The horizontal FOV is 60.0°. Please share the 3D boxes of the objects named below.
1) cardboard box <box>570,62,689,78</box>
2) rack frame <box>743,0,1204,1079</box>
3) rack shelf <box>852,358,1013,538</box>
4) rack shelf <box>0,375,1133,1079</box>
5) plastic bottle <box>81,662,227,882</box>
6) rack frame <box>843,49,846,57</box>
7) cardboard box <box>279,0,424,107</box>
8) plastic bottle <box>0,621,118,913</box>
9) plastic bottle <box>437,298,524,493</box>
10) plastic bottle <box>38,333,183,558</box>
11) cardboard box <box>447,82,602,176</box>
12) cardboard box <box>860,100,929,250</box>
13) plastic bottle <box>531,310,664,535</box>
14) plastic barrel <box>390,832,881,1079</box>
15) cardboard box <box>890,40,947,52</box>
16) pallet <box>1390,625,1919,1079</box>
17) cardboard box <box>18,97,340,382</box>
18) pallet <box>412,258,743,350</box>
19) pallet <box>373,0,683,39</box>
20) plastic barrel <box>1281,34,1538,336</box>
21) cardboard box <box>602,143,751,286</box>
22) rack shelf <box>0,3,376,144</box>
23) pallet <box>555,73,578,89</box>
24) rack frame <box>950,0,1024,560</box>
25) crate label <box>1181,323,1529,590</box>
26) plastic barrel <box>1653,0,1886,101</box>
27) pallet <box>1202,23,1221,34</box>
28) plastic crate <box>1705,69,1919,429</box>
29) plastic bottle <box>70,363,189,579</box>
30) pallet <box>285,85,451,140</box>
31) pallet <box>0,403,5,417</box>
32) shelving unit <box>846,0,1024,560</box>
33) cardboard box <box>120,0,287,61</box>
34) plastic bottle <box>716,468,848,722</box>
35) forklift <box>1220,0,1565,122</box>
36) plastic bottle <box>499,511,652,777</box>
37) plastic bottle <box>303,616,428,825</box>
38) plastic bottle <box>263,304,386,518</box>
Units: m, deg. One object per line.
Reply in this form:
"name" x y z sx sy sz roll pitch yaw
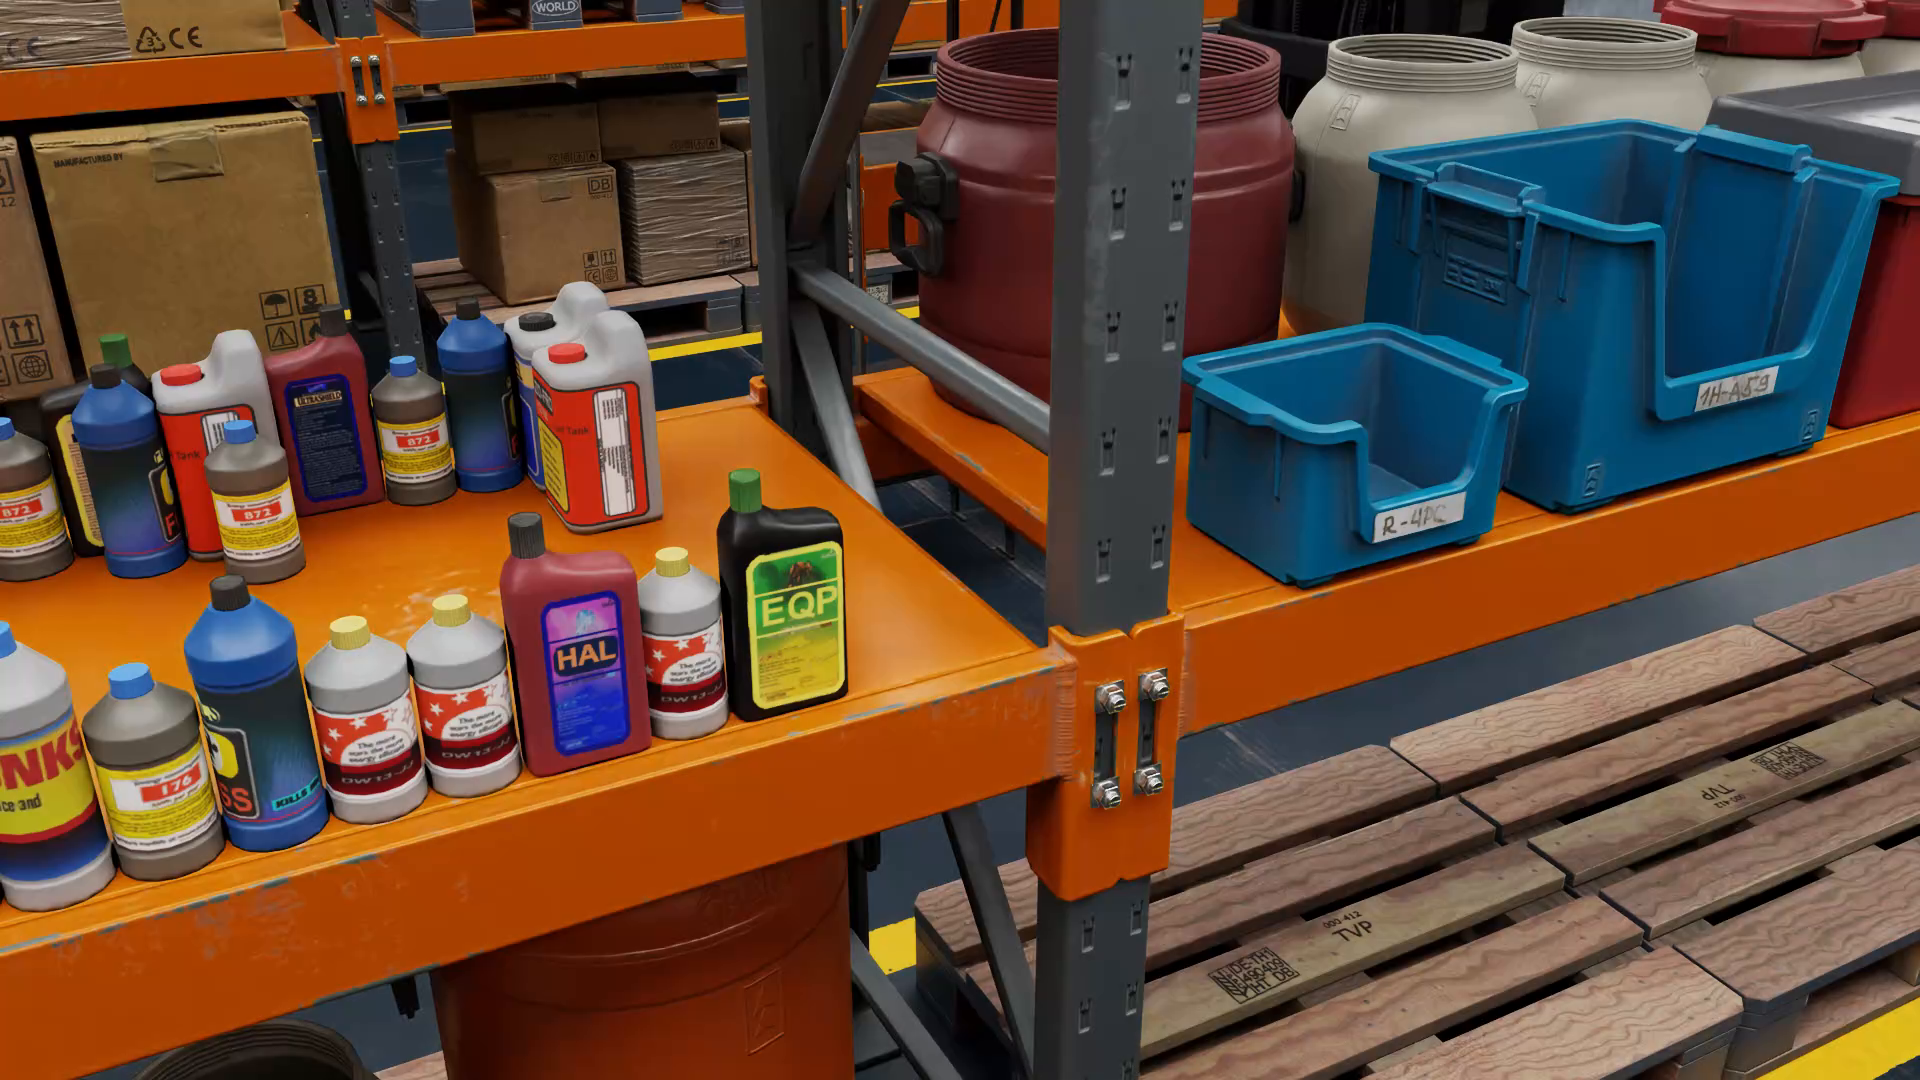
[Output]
"cardboard box" -2.441 -3.686 11.577 0.750 0.750 1.050 -13 29 -25
"rack frame" -0.037 -0.246 2.297 0.127 3.000 1.000 -13 29 -25
"rack shelf" -0.146 -0.270 5.034 0.480 0.518 0.431 -13 29 -25
"rack shelf" -1.802 0.486 1.604 4.000 0.370 1.077 -13 29 -25
"plastic bottle" -0.765 0.212 1.573 0.097 0.201 0.097 0 26 0
"rack frame" -1.083 -4.867 11.922 0.127 3.000 1.000 -13 29 -25
"cardboard box" -4.033 -3.317 10.808 0.750 0.750 1.050 -13 29 -26
"plastic bottle" -0.851 0.200 1.516 0.097 0.271 0.097 0 26 0
"plastic bottle" -0.686 -0.210 2.371 0.097 0.271 0.097 0 26 0
"plastic bottle" -1.119 -0.125 2.179 0.133 0.283 0.061 -13 29 -25
"cardboard box" -1.790 -1.695 6.828 0.500 0.250 0.500 -12 28 -23
"cardboard box" -0.313 -1.703 7.711 0.500 0.500 0.700 -16 30 -29
"plastic bottle" -0.499 -0.167 2.276 0.135 0.276 0.152 -13 29 -25
"plastic barrel" -0.460 0.649 2.455 0.708 0.830 0.600 -13 29 -25
"cardboard box" -0.495 -4.200 12.502 0.875 0.875 0.875 -13 28 -24
"pallet" 1.740 0.621 3.712 1.213 0.211 1.003 -13 29 -25
"cardboard box" -2.986 -1.236 6.329 0.875 0.875 1.225 -14 29 -27
"pallet" -1.677 -1.039 7.170 1.213 0.211 1.003 -13 29 -25
"pallet" -1.789 -2.237 6.665 1.003 0.211 1.213 -13 29 -25
"plastic barrel" 0.770 -0.587 2.879 0.421 0.512 0.421 0 26 0
"cardboard box" -1.302 -1.471 7.228 0.500 0.500 0.700 -16 30 -29
"rack shelf" -4.132 -1.406 5.544 4.000 0.370 1.077 -13 29 -25
"pallet" -2.806 -3.174 11.617 1.213 0.211 1.003 -13 29 -25
"rack frame" 0.069 -0.963 4.829 0.015 2.100 0.400 -13 29 -25
"crate label" 0.511 -0.113 2.214 0.416 0.233 0.303 -13 29 -25
"plastic barrel" 1.516 -0.773 3.238 0.433 0.535 0.433 0 26 0
"pallet" 1.778 -4.232 13.821 1.213 0.211 1.003 -13 29 -25
"plastic crate" 1.533 -0.487 2.725 0.583 0.464 0.402 -13 29 -25
"plastic bottle" -1.066 -0.093 2.126 0.097 0.271 0.097 0 26 0
"pallet" -3.881 -2.927 11.103 1.213 0.211 1.003 -13 29 -25
"pallet" -4.174 -0.502 6.052 1.213 0.211 1.003 -13 29 -25
"shelving unit" -0.146 -0.913 4.725 0.503 2.100 0.431 -13 29 -25
"cardboard box" -2.686 -1.988 5.808 0.500 0.500 0.500 -12 28 -24
"plastic bottle" -0.193 0.052 1.811 0.133 0.283 0.061 -13 29 -25
"forklift" 1.770 -1.892 5.804 3.031 2.935 1.130 -17 31 -31
"plastic bottle" -0.397 0.099 1.713 0.133 0.283 0.061 -13 29 -25
"plastic bottle" -0.593 0.172 1.655 0.097 0.201 0.097 0 26 0
"plastic bottle" -0.882 -0.179 2.292 0.133 0.283 0.061 -13 29 -25
